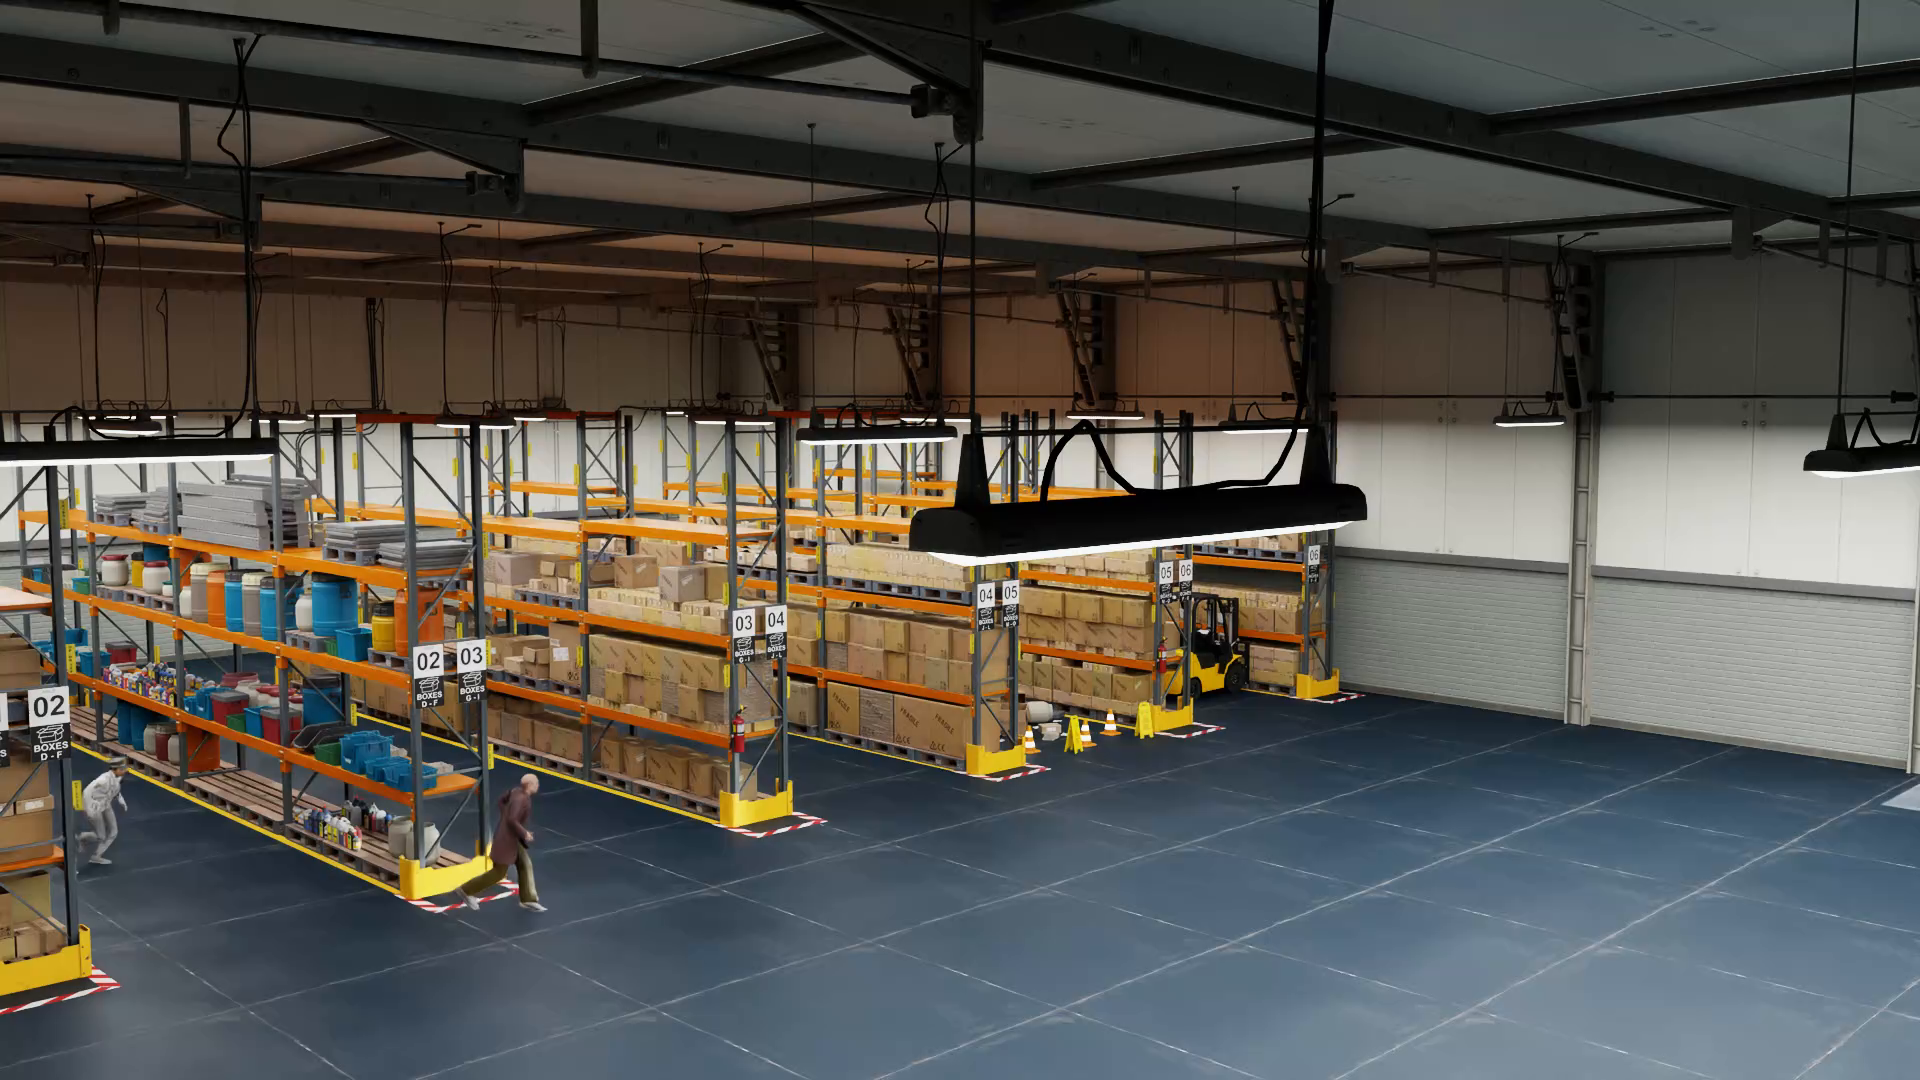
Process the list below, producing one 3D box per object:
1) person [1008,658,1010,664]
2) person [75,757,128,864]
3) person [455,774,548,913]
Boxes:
[{"bbox_3d":[0.880,2.223,37.615,0.870,1.665,0.611,5,7,42],"label":"person"},{"bbox_3d":[-11.630,3.661,22.414,0.882,1.479,0.499,1,5,10],"label":"person"},{"bbox_3d":[-5.604,3.736,20.292,1.087,1.745,0.740,-2,5,-20],"label":"person"}]
